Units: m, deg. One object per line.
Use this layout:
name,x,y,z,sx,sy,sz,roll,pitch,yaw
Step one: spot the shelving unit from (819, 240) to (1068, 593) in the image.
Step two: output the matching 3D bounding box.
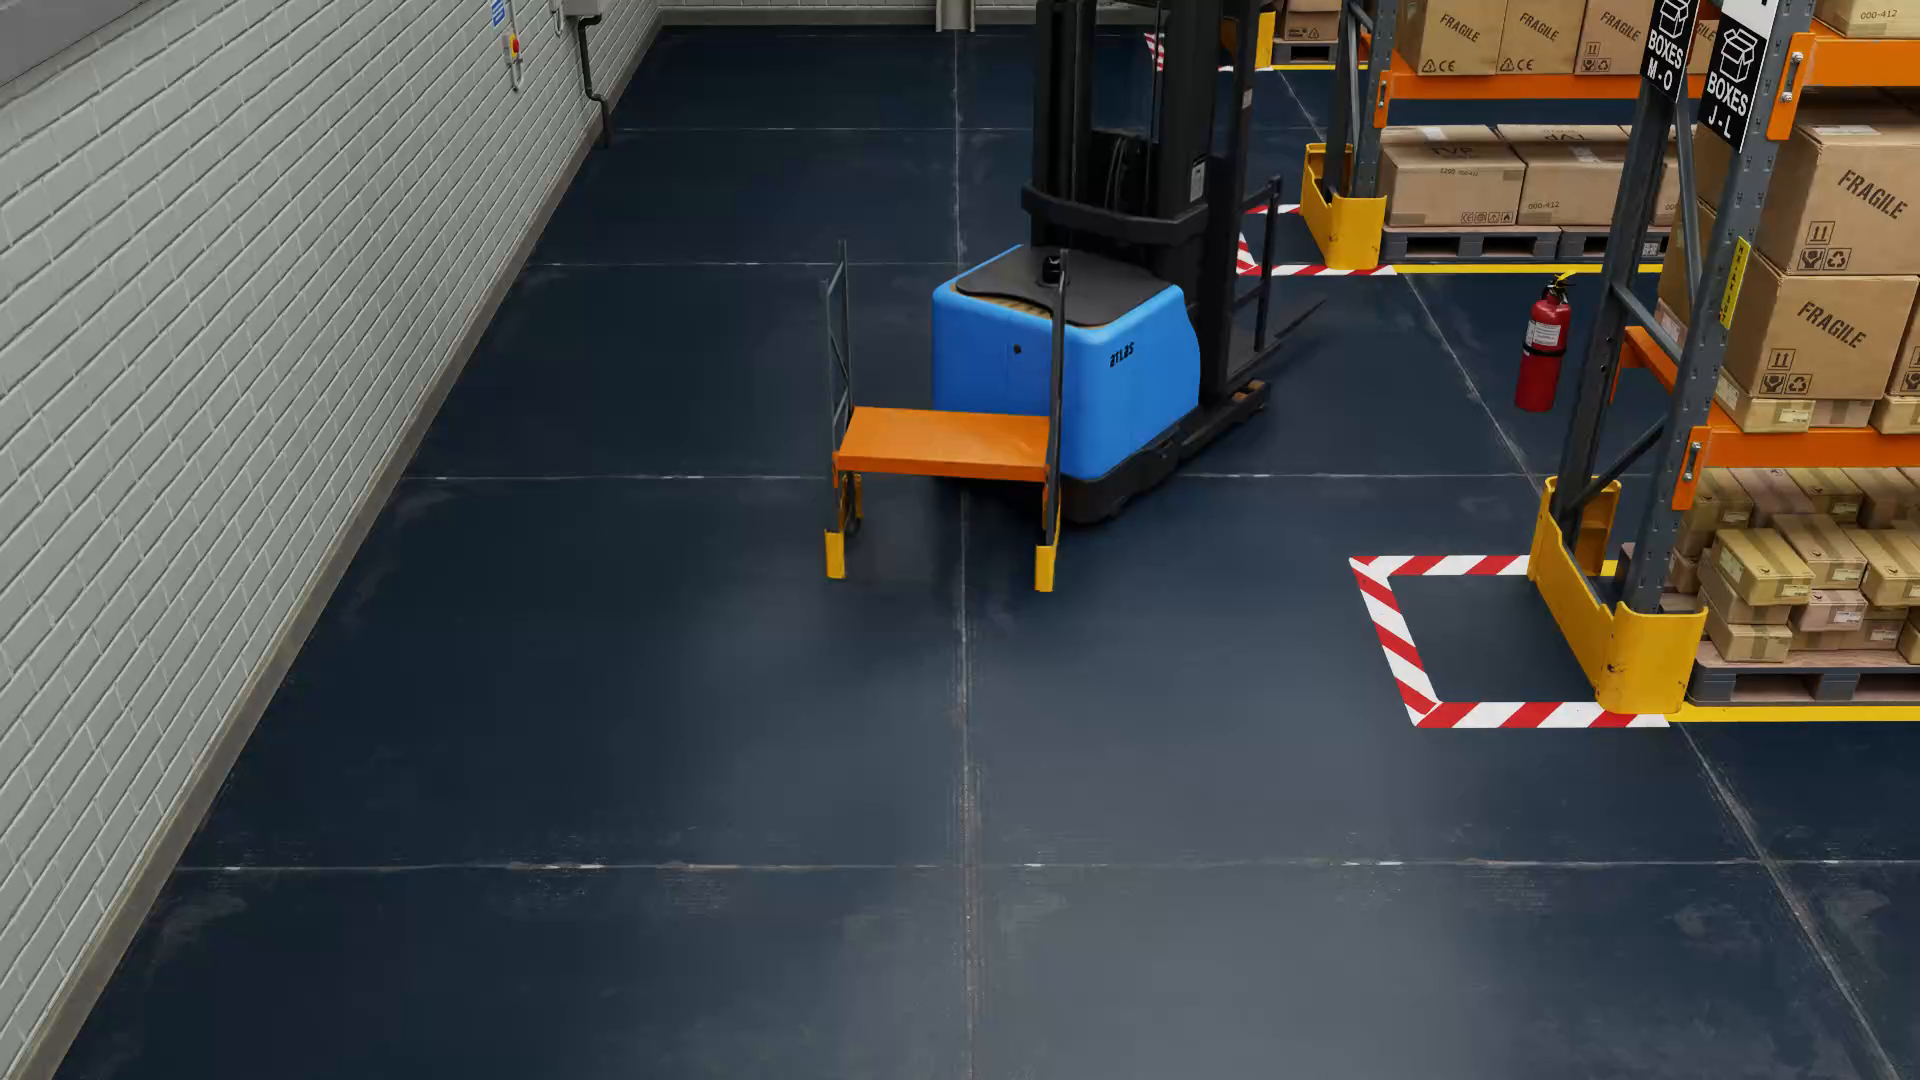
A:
shelving unit,-0.070,-0.576,7.754,1.083,1.500,0.587,3,31,6

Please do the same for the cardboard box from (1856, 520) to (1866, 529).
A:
cardboard box,4.135,-0.036,7.475,0.250,0.149,0.380,-1,31,-1

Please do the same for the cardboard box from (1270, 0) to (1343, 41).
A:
cardboard box,3.267,-5.056,15.693,0.637,0.503,0.797,-1,31,-2

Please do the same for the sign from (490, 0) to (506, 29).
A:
sign,-3.011,-3.476,10.828,0.001,0.218,0.327,0,31,0

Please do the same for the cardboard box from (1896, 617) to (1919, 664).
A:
cardboard box,4.111,0.364,7.103,0.250,0.149,0.380,0,31,0

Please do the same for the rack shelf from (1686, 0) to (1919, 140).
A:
rack shelf,4.819,-1.830,6.176,4.000,0.370,1.077,0,31,0

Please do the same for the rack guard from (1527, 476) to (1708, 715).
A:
rack guard,2.895,0.220,7.406,0.348,0.500,1.175,0,31,0

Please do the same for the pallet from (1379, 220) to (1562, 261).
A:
pallet,3.488,-2.267,11.783,1.213,0.211,1.003,0,31,0

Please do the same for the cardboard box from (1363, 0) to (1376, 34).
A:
cardboard box,4.122,-5.037,15.665,0.500,0.500,0.700,1,31,2

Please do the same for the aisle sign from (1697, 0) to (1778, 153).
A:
aisle sign,2.748,-1.804,5.826,0.004,0.787,0.394,0,31,0

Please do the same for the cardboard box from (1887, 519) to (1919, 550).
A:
cardboard box,4.121,0.070,7.013,0.250,0.149,0.380,-2,31,-3

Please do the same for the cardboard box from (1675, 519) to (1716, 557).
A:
cardboard box,3.346,-0.086,7.557,0.250,0.149,0.380,-1,31,-2

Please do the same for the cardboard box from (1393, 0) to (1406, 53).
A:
cardboard box,3.169,-3.597,11.191,0.500,0.500,0.500,0,31,0

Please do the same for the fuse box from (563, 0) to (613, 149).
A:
fuse box,-2.817,-3.925,13.070,0.414,1.711,0.539,0,31,0

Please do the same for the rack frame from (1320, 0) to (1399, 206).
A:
rack frame,2.689,-3.416,10.988,0.127,3.000,1.000,0,31,0

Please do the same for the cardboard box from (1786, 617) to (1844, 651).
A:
cardboard box,3.607,0.312,7.188,0.250,0.149,0.380,0,31,0

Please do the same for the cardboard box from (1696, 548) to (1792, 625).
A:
cardboard box,3.345,0.195,7.094,0.250,0.149,0.380,1,31,2

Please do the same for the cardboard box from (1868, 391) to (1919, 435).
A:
cardboard box,3.669,-0.568,6.536,0.250,0.149,0.380,-1,31,-2

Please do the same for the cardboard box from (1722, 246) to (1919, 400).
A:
cardboard box,3.270,-0.877,6.420,0.500,0.500,0.500,1,31,2

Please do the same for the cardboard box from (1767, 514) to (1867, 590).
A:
cardboard box,3.620,0.048,7.050,0.250,0.149,0.380,0,31,1

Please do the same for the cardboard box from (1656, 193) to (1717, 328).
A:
cardboard box,3.267,-1.153,6.876,0.500,0.500,0.500,0,31,1

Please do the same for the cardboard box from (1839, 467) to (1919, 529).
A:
cardboard box,4.116,-0.202,7.462,0.250,0.149,0.380,-1,31,-2

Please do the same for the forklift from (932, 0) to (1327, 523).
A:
forklift,1.117,-2.048,8.800,1.130,2.935,3.031,21,37,30

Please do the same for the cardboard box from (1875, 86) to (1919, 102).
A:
cardboard box,3.782,-1.578,6.612,0.500,0.500,0.500,-1,31,-2

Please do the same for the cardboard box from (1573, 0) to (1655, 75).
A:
cardboard box,4.185,-3.320,10.733,0.500,0.500,0.500,0,31,-1

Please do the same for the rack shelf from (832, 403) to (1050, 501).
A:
rack shelf,-0.061,-0.422,7.846,1.000,0.185,0.538,3,31,6

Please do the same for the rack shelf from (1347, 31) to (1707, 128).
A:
rack shelf,4.689,-3.115,11.185,4.000,0.370,1.077,0,31,0

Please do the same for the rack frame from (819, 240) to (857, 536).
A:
rack frame,-0.566,-0.606,7.803,0.032,1.500,0.500,3,31,6

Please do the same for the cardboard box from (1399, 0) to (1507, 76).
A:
cardboard box,3.170,-3.311,10.719,0.500,0.500,0.500,0,31,-1

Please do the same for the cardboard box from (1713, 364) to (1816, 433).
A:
cardboard box,3.145,-0.572,6.543,0.250,0.149,0.380,0,31,-1

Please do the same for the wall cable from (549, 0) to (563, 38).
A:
wall cable,-2.970,-4.556,11.888,0.122,1.984,0.588,0,31,0

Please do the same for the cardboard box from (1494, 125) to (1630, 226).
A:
cardboard box,4.263,-2.561,11.645,0.875,0.438,0.875,1,31,1

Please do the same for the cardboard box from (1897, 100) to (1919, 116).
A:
cardboard box,3.775,-1.315,6.178,0.500,0.500,0.500,1,31,1

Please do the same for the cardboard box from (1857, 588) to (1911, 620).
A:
cardboard box,3.863,0.177,7.124,0.250,0.149,0.380,0,31,0

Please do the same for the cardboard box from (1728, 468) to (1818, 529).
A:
cardboard box,3.599,-0.168,7.405,0.250,0.149,0.380,0,31,1

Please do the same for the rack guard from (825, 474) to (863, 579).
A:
rack guard,-0.565,-0.072,8.127,0.087,0.250,0.587,3,31,6

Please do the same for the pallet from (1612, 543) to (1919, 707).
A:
pallet,3.708,0.359,7.455,1.213,0.211,1.003,0,31,0
